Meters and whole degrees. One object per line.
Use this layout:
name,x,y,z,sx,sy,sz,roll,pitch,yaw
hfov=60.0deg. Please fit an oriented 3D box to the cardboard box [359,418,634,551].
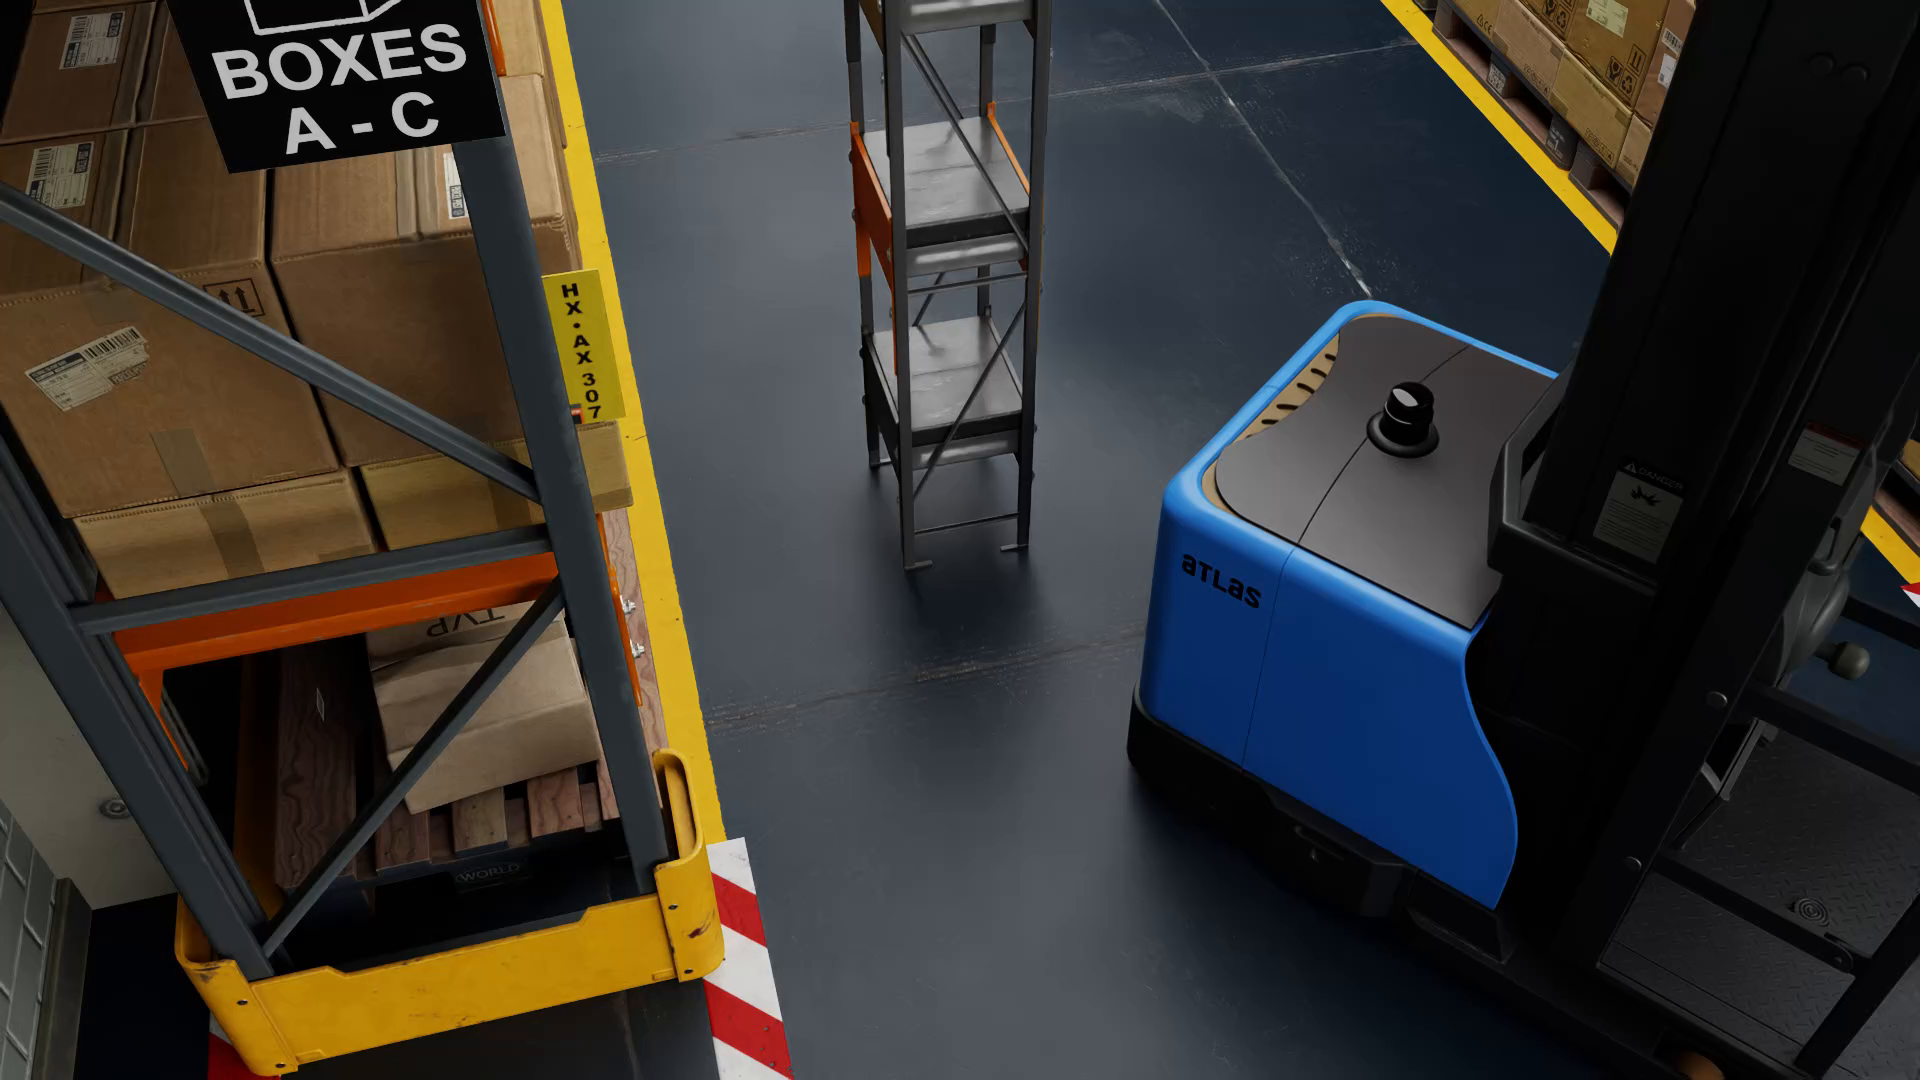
cardboard box,-0.991,-0.275,3.510,0.500,0.250,0.500,-12,47,-11

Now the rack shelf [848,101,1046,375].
rack shelf,-0.042,-0.840,4.622,0.431,0.518,0.480,-11,47,-10

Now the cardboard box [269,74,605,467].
cardboard box,-1.004,-0.527,3.232,0.500,0.500,0.500,-11,47,-10

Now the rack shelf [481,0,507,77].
rack shelf,-1.685,-2.104,3.615,1.077,0.370,4.000,-11,47,-10

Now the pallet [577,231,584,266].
pallet,-1.991,-1.254,6.331,1.003,0.211,1.213,-11,47,-10

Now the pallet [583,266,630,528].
pallet,-1.675,-0.410,5.504,1.003,0.211,1.213,-11,47,-10

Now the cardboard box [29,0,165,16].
cardboard box,-1.755,-1.134,3.827,0.500,0.500,0.500,-12,47,-11

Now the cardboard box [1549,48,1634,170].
cardboard box,2.663,-1.712,6.459,0.500,0.250,0.500,-11,47,-10

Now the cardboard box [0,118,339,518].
cardboard box,-1.499,-0.429,3.136,0.500,0.500,0.500,-11,47,-11

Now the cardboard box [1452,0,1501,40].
cardboard box,2.417,-2.404,7.137,0.500,0.250,0.500,-11,47,-10

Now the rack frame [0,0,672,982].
rack frame,-1.173,0.075,3.076,1.000,3.000,0.127,-11,47,-10

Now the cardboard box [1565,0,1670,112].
cardboard box,2.663,-1.974,6.191,0.500,0.500,0.500,-11,47,-10

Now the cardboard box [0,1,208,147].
cardboard box,-1.618,-0.778,3.478,0.500,0.500,0.500,-10,46,-10

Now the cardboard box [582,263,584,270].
cardboard box,-1.137,-0.631,3.859,0.500,0.250,0.500,-12,47,-12

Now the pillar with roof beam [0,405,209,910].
pillar with roof beam,1.973,-3.137,2.024,9.100,9.000,0.400,-11,47,-10

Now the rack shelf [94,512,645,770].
rack shelf,-1.685,-1.054,4.687,1.077,0.370,4.000,-11,47,-10

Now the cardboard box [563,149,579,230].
cardboard box,-1.262,-0.983,4.205,0.500,0.250,0.500,-11,47,-11

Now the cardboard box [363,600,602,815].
cardboard box,-1.263,0.368,4.364,0.500,0.311,0.500,-16,48,-15

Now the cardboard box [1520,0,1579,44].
cardboard box,2.543,-2.321,6.531,0.500,0.500,0.500,-11,47,-10

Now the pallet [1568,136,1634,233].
pallet,3.070,-1.219,6.296,1.003,0.211,1.213,-11,47,-10

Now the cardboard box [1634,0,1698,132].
cardboard box,2.793,-1.630,5.853,0.500,0.500,0.500,-11,47,-10

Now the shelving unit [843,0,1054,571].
shelving unit,-0.042,-0.849,4.612,0.431,2.100,0.503,-11,47,-10

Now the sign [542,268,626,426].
sign,-0.648,-0.328,2.865,0.100,0.325,0.005,-11,47,-10

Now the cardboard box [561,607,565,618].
cardboard box,-1.409,-0.026,4.750,0.500,0.311,0.500,-7,46,-7

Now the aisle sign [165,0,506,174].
aisle sign,-0.864,-0.840,2.153,0.394,0.787,0.004,-11,47,-10

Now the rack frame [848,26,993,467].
rack frame,-0.105,-1.018,4.777,0.400,2.100,0.015,-11,47,-10

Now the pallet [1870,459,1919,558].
pallet,3.379,-0.378,5.472,1.003,0.211,1.213,-11,47,-10

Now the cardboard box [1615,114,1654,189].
cardboard box,2.796,-1.368,6.121,0.500,0.250,0.500,-11,47,-10

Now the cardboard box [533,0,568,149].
cardboard box,-1.247,-1.228,3.919,0.500,0.500,0.500,-12,47,-12

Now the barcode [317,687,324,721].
barcode,-1.654,0.425,4.301,0.001,0.075,0.075,-11,47,-10

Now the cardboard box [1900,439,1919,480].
cardboard box,3.192,-0.334,5.109,0.500,0.250,0.500,-11,47,-10

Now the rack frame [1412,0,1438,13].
rack frame,2.591,-3.595,6.673,1.000,3.000,0.127,-11,47,-10

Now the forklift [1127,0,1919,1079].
forklift,1.938,-0.021,3.218,3.031,2.935,1.130,29,52,25

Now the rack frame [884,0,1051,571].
rack frame,0.020,-0.681,4.447,0.400,2.100,0.015,-11,47,-10

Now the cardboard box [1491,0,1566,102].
cardboard box,2.540,-2.058,6.798,0.500,0.250,0.500,-11,47,-10

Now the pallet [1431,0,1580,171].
pallet,2.754,-2.062,7.123,1.003,0.211,1.213,-11,47,-10

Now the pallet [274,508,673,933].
pallet,-1.366,0.431,4.680,1.003,0.211,1.213,-11,47,-10

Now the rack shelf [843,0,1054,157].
rack shelf,-0.042,-1.330,4.122,0.431,0.518,0.480,-11,47,-10

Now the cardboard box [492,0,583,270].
cardboard box,-1.121,-0.870,3.568,0.500,0.500,0.500,-11,47,-10

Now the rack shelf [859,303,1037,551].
rack shelf,-0.042,-0.350,5.122,0.431,0.518,0.480,-11,47,-10

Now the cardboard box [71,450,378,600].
cardboard box,-1.480,-0.167,3.404,0.500,0.250,0.500,-10,46,-10

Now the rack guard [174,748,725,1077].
rack guard,-1.192,0.897,4.021,1.175,0.500,0.348,-11,47,-10
